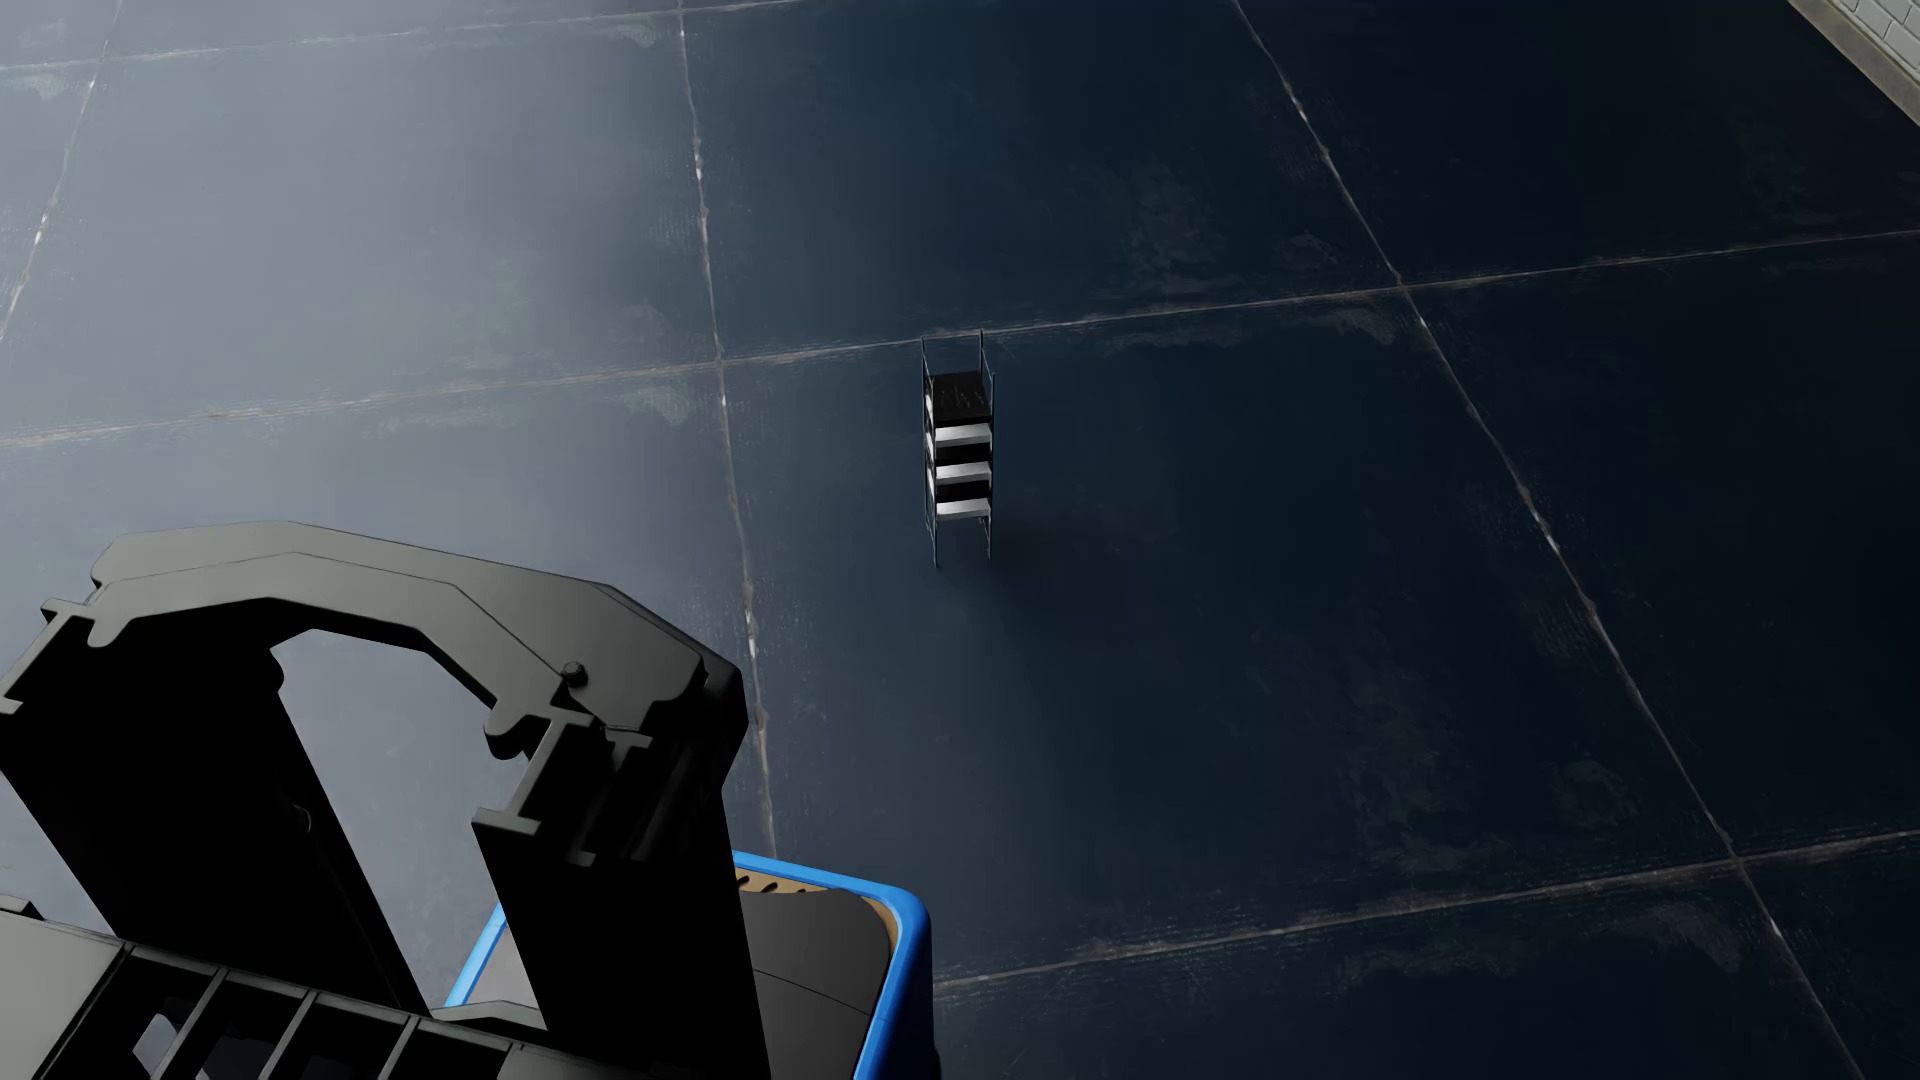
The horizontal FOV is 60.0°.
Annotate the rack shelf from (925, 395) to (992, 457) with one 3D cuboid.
[{"bbox_3d":[-0.008,-0.413,5.819,0.200,0.077,0.258,-7,46,-7],"label":"rack shelf"}]

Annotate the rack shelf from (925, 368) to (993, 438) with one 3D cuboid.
[{"bbox_3d":[-0.008,-0.475,5.755,0.200,0.077,0.258,-7,46,-7],"label":"rack shelf"}]

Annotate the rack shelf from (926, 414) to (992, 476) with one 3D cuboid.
[{"bbox_3d":[-0.008,-0.351,5.884,0.200,0.077,0.258,-7,46,-7],"label":"rack shelf"}]

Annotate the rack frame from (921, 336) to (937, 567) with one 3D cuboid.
[{"bbox_3d":[-0.108,-0.299,5.913,0.006,0.900,0.240,-7,46,-7],"label":"rack frame"}]

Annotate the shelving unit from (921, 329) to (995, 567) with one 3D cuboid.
[{"bbox_3d":[-0.008,-0.311,5.925,0.210,0.900,0.258,-7,46,-7],"label":"shelving unit"}]

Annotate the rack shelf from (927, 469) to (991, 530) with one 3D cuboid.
[{"bbox_3d":[-0.008,-0.163,6.079,0.200,0.077,0.258,-7,46,-7],"label":"rack shelf"}]

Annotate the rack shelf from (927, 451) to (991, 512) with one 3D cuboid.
[{"bbox_3d":[-0.008,-0.226,6.014,0.200,0.077,0.258,-7,46,-7],"label":"rack shelf"}]

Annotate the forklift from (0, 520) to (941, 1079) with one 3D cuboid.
[{"bbox_3d":[-0.922,1.512,2.758,1.130,2.935,3.031,11,47,10],"label":"forklift"}]

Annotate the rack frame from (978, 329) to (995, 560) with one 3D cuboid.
[{"bbox_3d":[0.092,-0.324,5.937,0.006,0.900,0.240,-7,46,-7],"label":"rack frame"}]

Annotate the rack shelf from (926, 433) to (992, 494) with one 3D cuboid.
[{"bbox_3d":[-0.008,-0.288,5.949,0.200,0.077,0.258,-7,46,-7],"label":"rack shelf"}]
